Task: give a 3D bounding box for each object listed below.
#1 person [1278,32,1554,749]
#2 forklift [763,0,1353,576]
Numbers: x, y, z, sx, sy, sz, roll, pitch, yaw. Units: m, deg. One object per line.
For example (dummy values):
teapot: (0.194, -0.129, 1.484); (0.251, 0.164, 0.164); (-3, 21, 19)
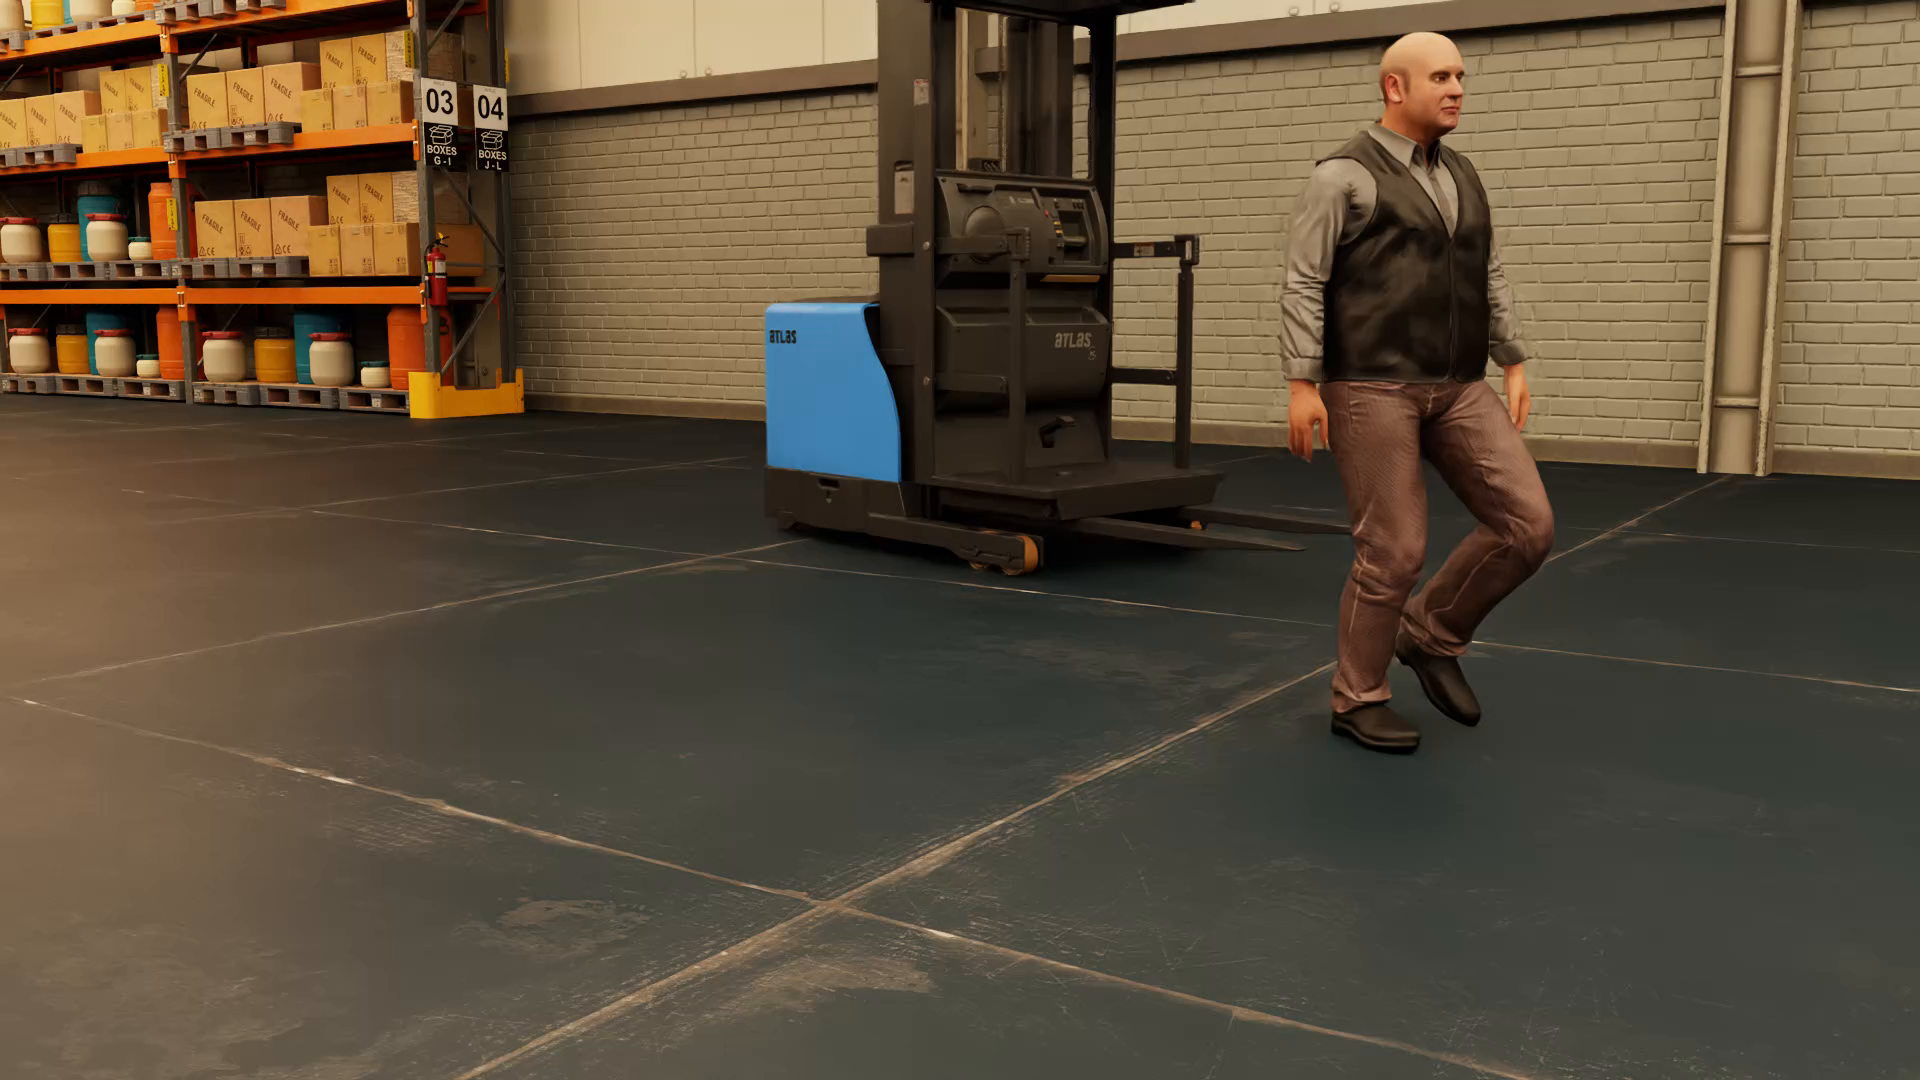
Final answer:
person: (1.118, -0.347, 4.000); (0.667, 1.702, 0.474); (-5, 9, -29)
forklift: (0.420, -1.387, 6.949); (1.130, 2.935, 3.031); (-7, 11, -41)
